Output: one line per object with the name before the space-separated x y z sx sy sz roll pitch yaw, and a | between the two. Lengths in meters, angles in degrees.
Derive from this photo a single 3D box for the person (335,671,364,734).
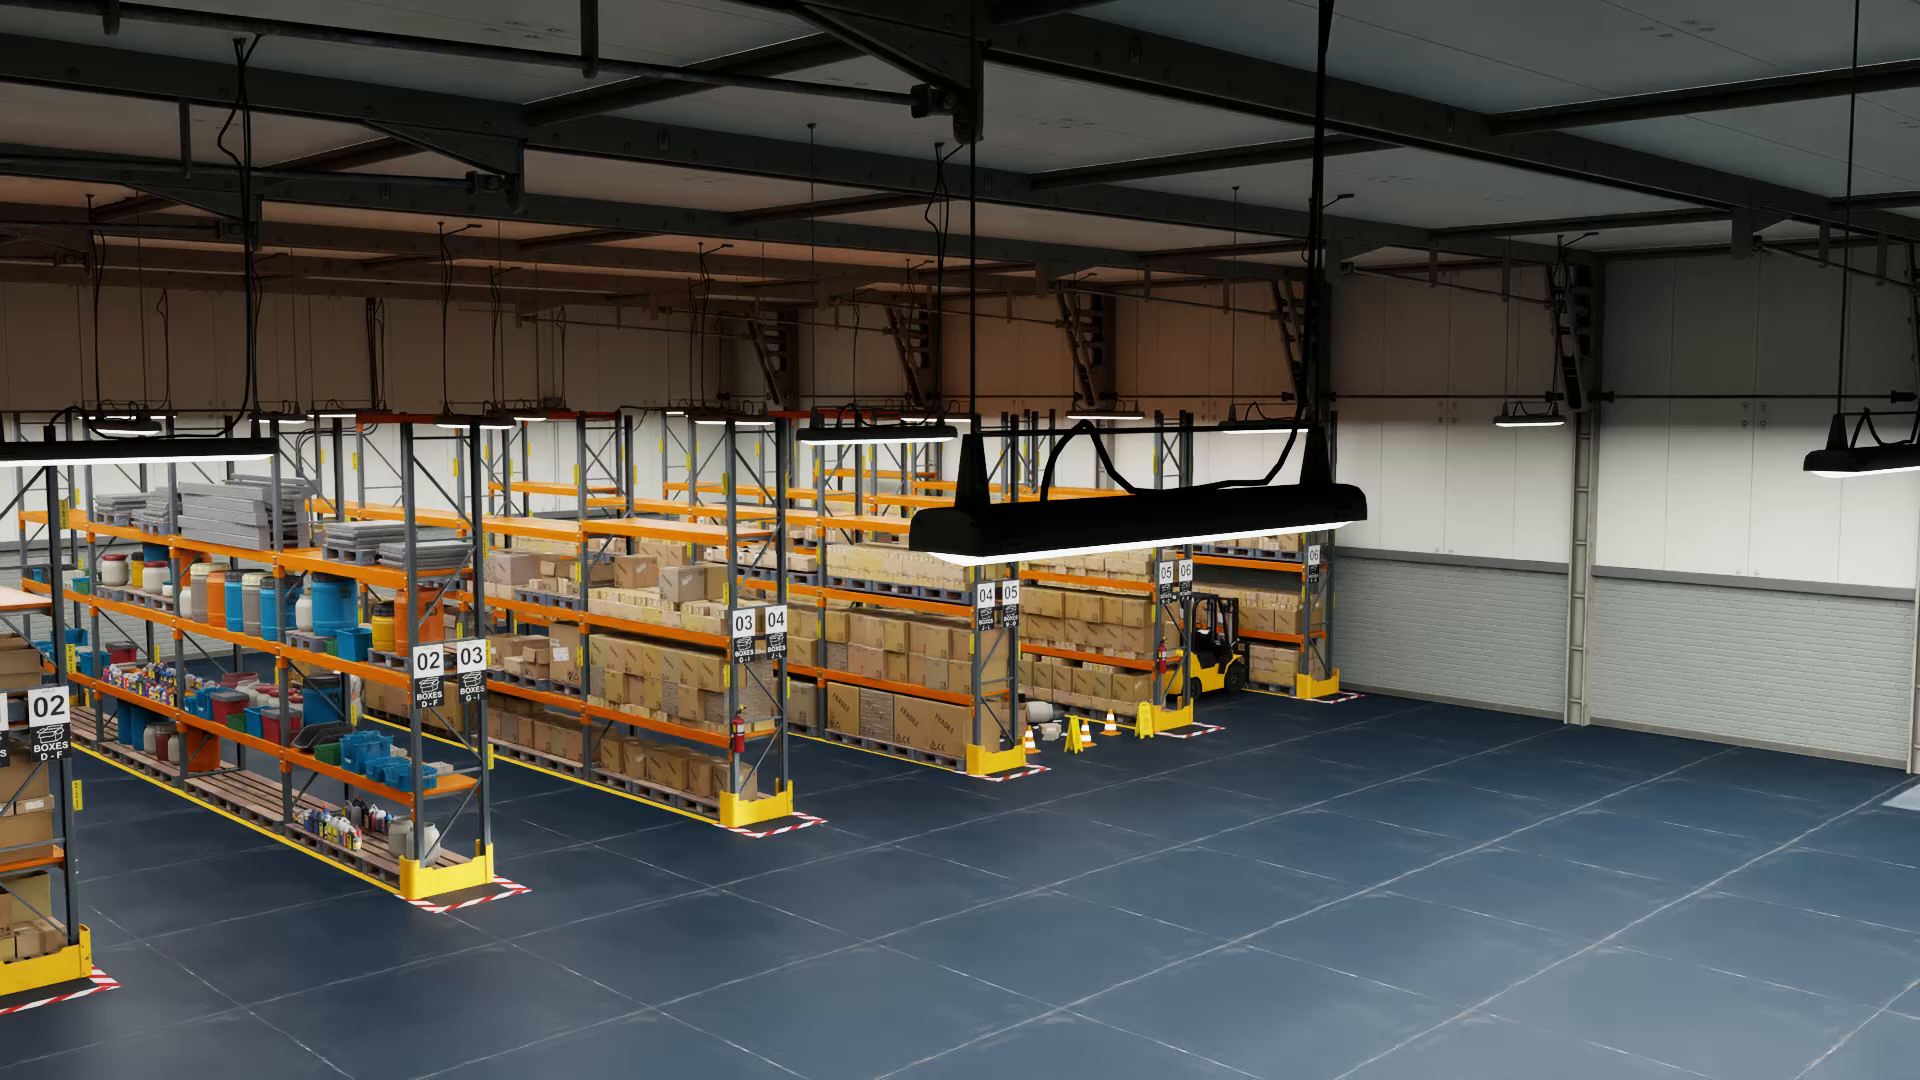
person | -11.229 2.848 30.496 0.606 1.685 0.736 -4 6 -36
